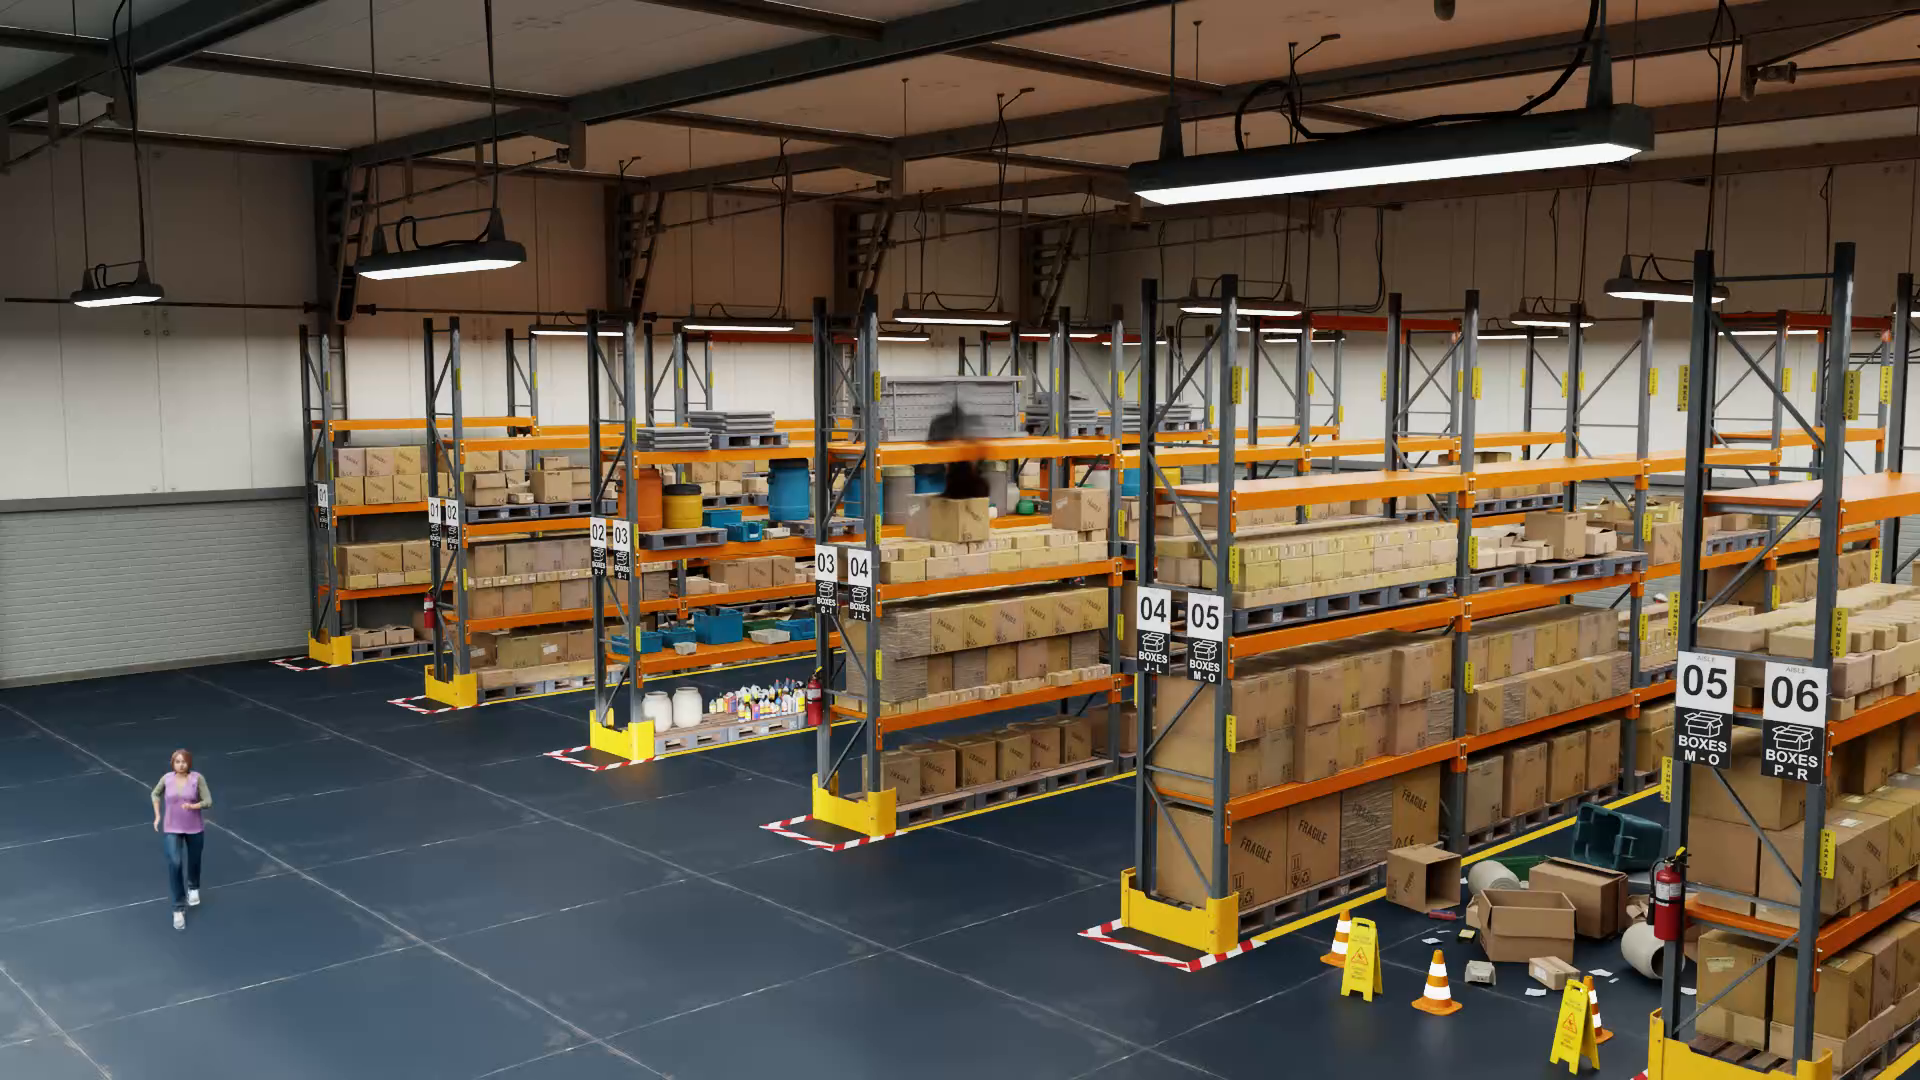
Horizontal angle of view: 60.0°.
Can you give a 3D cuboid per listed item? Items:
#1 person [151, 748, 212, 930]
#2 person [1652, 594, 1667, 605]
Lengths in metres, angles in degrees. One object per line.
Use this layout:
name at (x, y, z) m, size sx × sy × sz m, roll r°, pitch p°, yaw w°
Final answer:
person at (-7.340, 2.773, 15.718) m, size 0.514 × 1.636 × 0.757 m, roll -3°, pitch 6°, yaw -26°
person at (10.841, 1.700, 25.848) m, size 0.607 × 1.744 × 0.658 m, roll -5°, pitch 8°, yaw -41°
